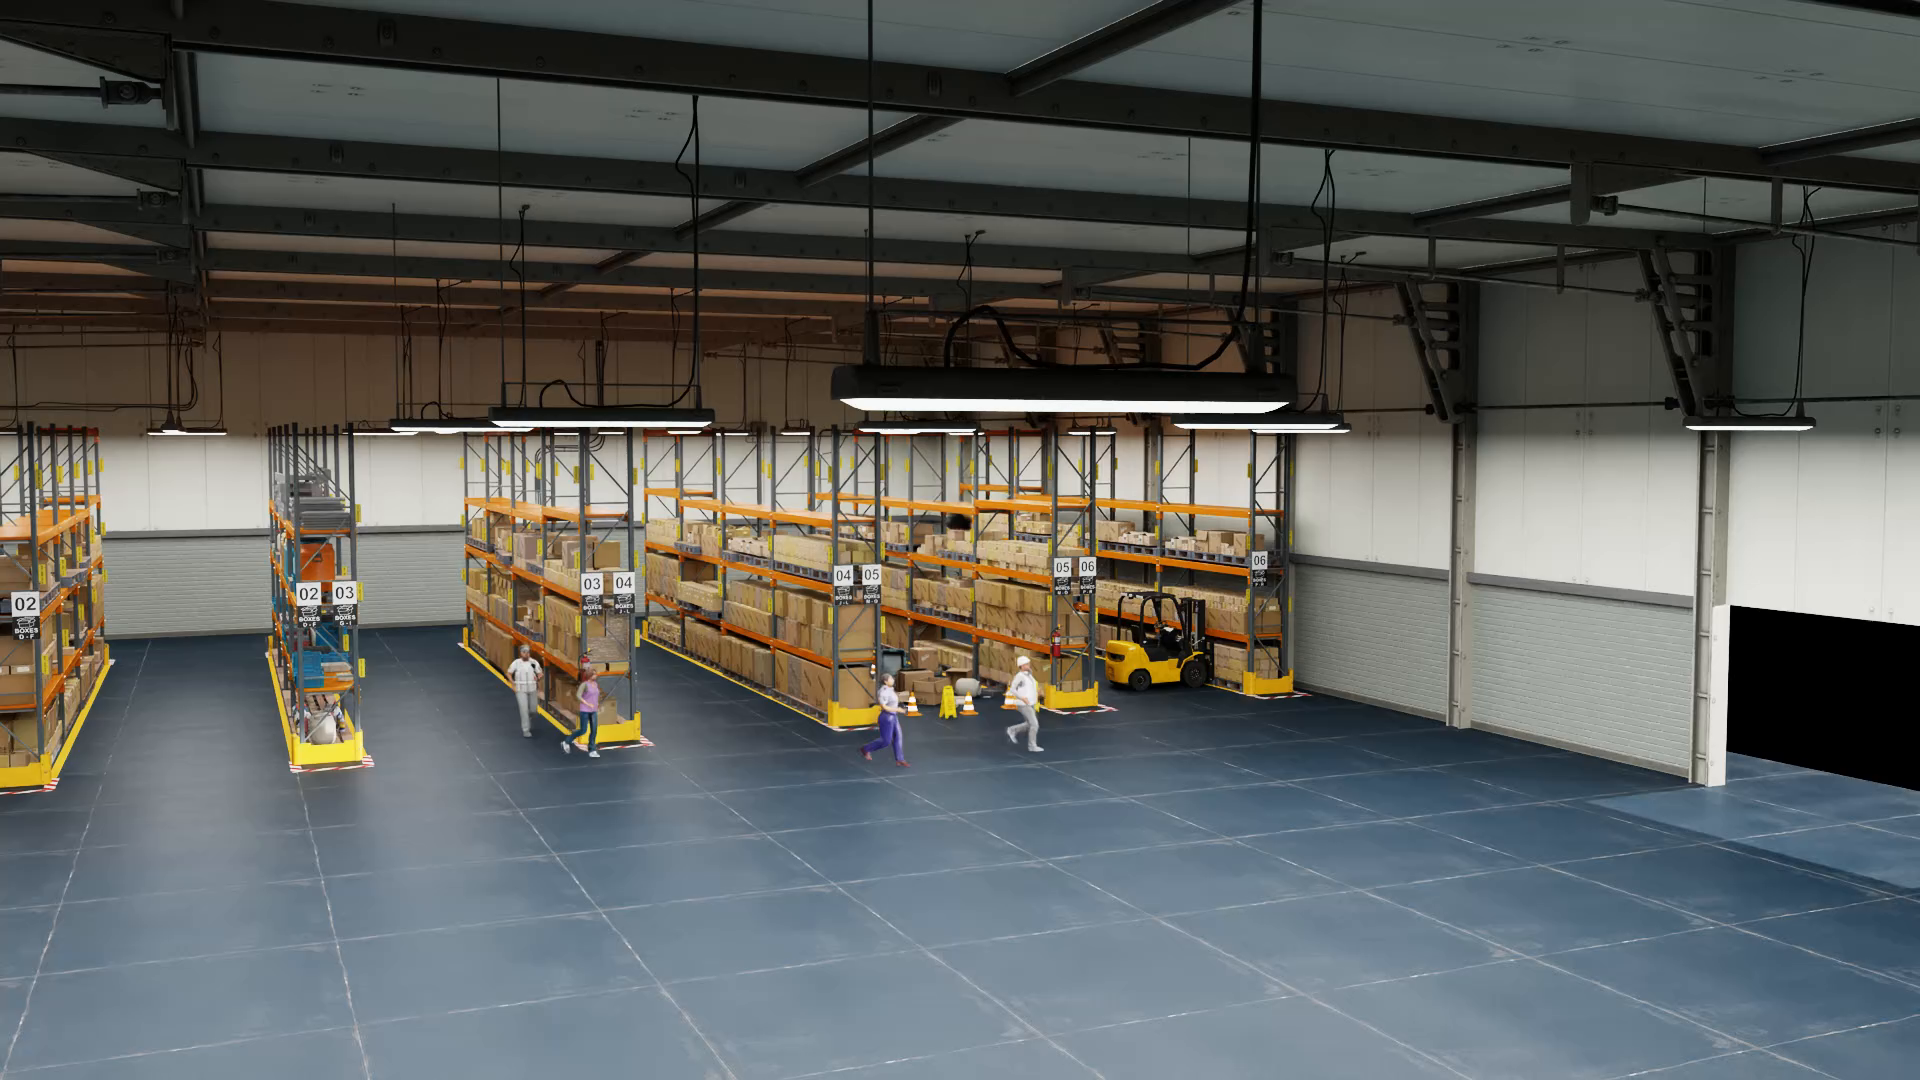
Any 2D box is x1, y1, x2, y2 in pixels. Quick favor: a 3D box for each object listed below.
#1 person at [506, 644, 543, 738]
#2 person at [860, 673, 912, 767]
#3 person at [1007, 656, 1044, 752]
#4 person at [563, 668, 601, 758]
[{"bbox_3d":[-8.379,2.881,32.086,0.676,1.751,0.886,-2,4,-26],"label":"person"},{"bbox_3d":[-1.286,3.140,28.925,0.896,1.650,0.610,1,4,8],"label":"person"},{"bbox_3d":[1.180,2.996,30.432,0.794,1.737,0.668,2,4,26],"label":"person"},{"bbox_3d":[-6.689,3.096,29.982,0.761,1.564,0.609,2,4,25],"label":"person"}]
